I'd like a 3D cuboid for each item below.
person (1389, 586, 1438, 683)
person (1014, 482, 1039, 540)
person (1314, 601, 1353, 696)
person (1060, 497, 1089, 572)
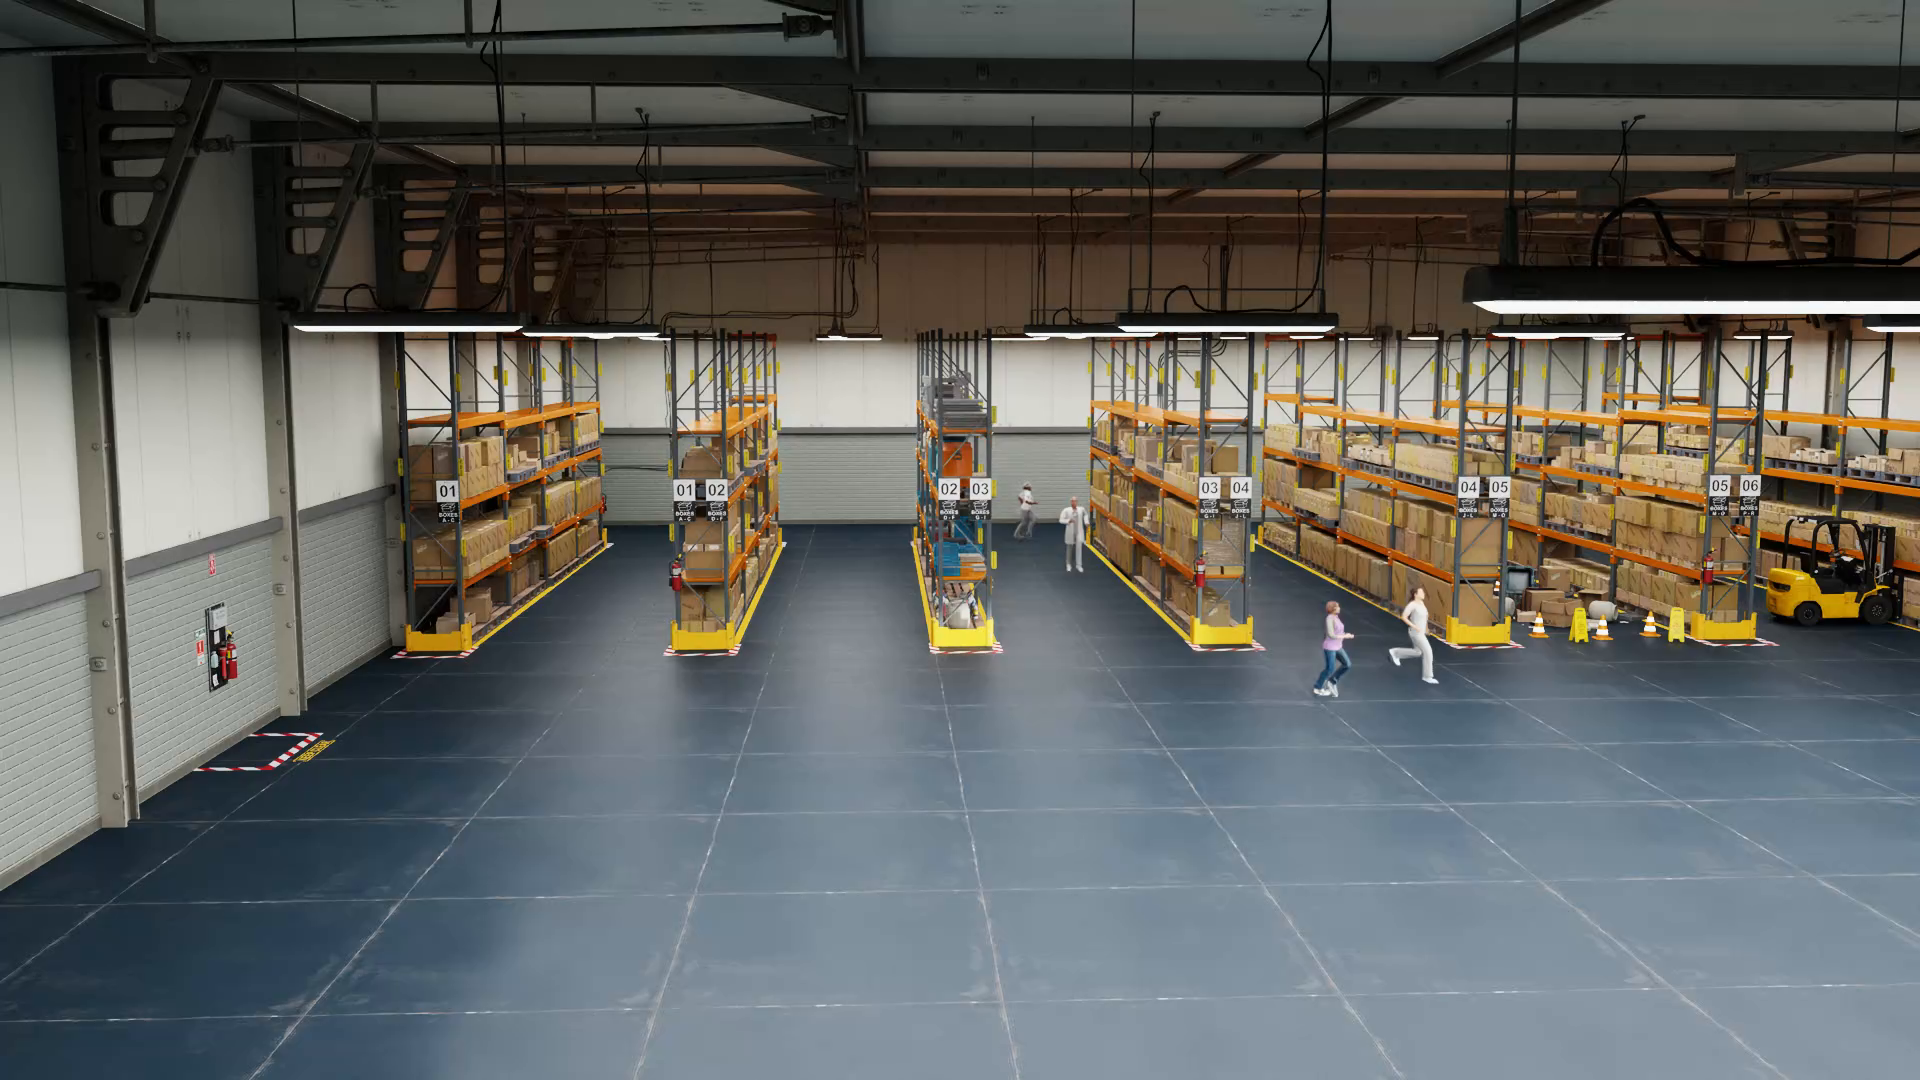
[{"bbox_3d":[7.757,1.596,28.384,0.898,1.645,0.558,5,8,34],"label":"person"},{"bbox_3d":[1.946,-0.843,48.702,0.741,1.749,0.570,1,7,5],"label":"person"},{"bbox_3d":[6.059,1.852,26.922,0.644,1.395,0.510,4,8,33],"label":"person"},{"bbox_3d":[2.753,-0.117,39.810,0.732,1.825,1.093,0,7,-3],"label":"person"}]
